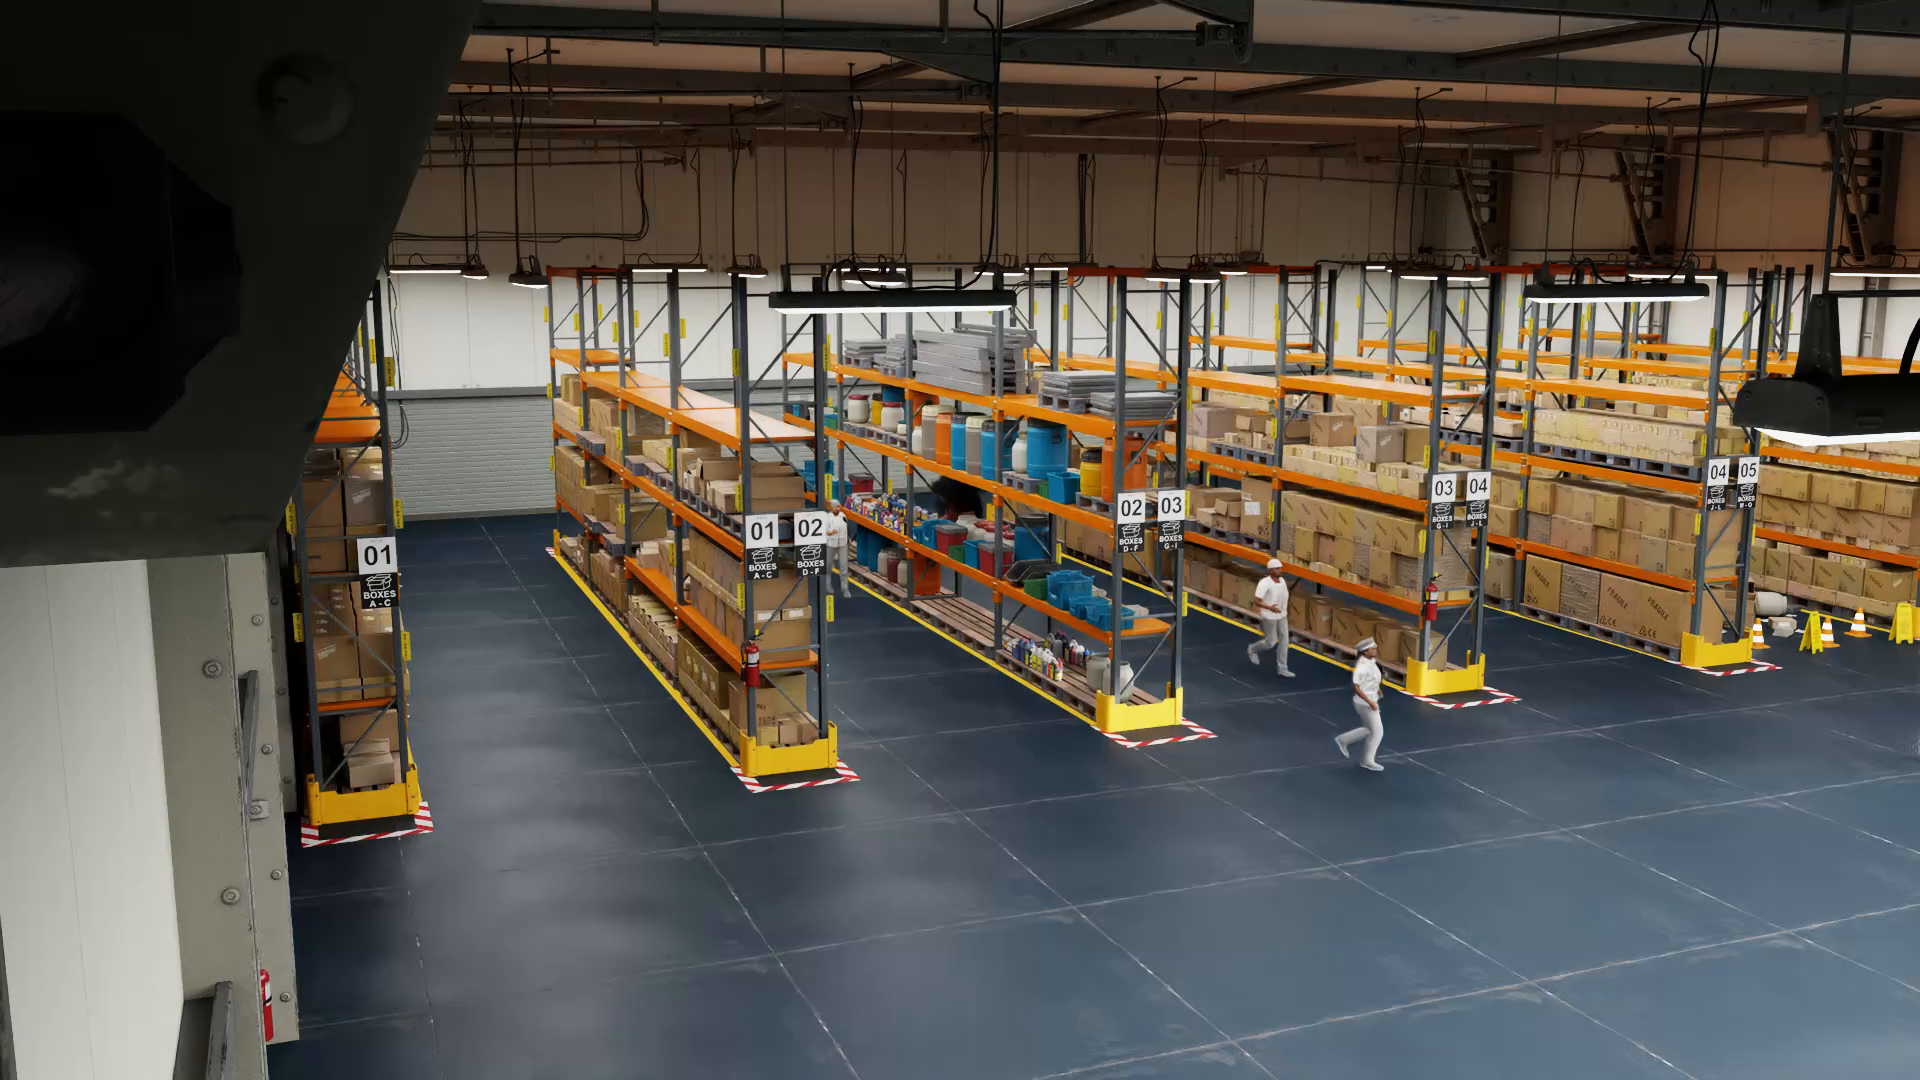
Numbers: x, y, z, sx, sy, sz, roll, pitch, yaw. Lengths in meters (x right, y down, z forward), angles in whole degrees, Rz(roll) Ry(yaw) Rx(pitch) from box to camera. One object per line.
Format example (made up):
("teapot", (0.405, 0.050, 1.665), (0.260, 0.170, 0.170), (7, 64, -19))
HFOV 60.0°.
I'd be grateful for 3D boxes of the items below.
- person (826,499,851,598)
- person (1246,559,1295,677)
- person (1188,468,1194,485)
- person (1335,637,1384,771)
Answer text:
("person", (-2.193, 0.130, 29.339), (0.598, 1.706, 0.817), (-4, 11, -22))
("person", (4.702, 1.143, 24.943), (0.712, 1.745, 0.897), (-7, 12, -35))
("person", (5.694, -1.740, 41.663), (0.659, 1.716, 0.703), (1, 10, 8))
("person", (4.961, 1.997, 20.465), (0.569, 1.683, 0.576), (3, 10, 18))
